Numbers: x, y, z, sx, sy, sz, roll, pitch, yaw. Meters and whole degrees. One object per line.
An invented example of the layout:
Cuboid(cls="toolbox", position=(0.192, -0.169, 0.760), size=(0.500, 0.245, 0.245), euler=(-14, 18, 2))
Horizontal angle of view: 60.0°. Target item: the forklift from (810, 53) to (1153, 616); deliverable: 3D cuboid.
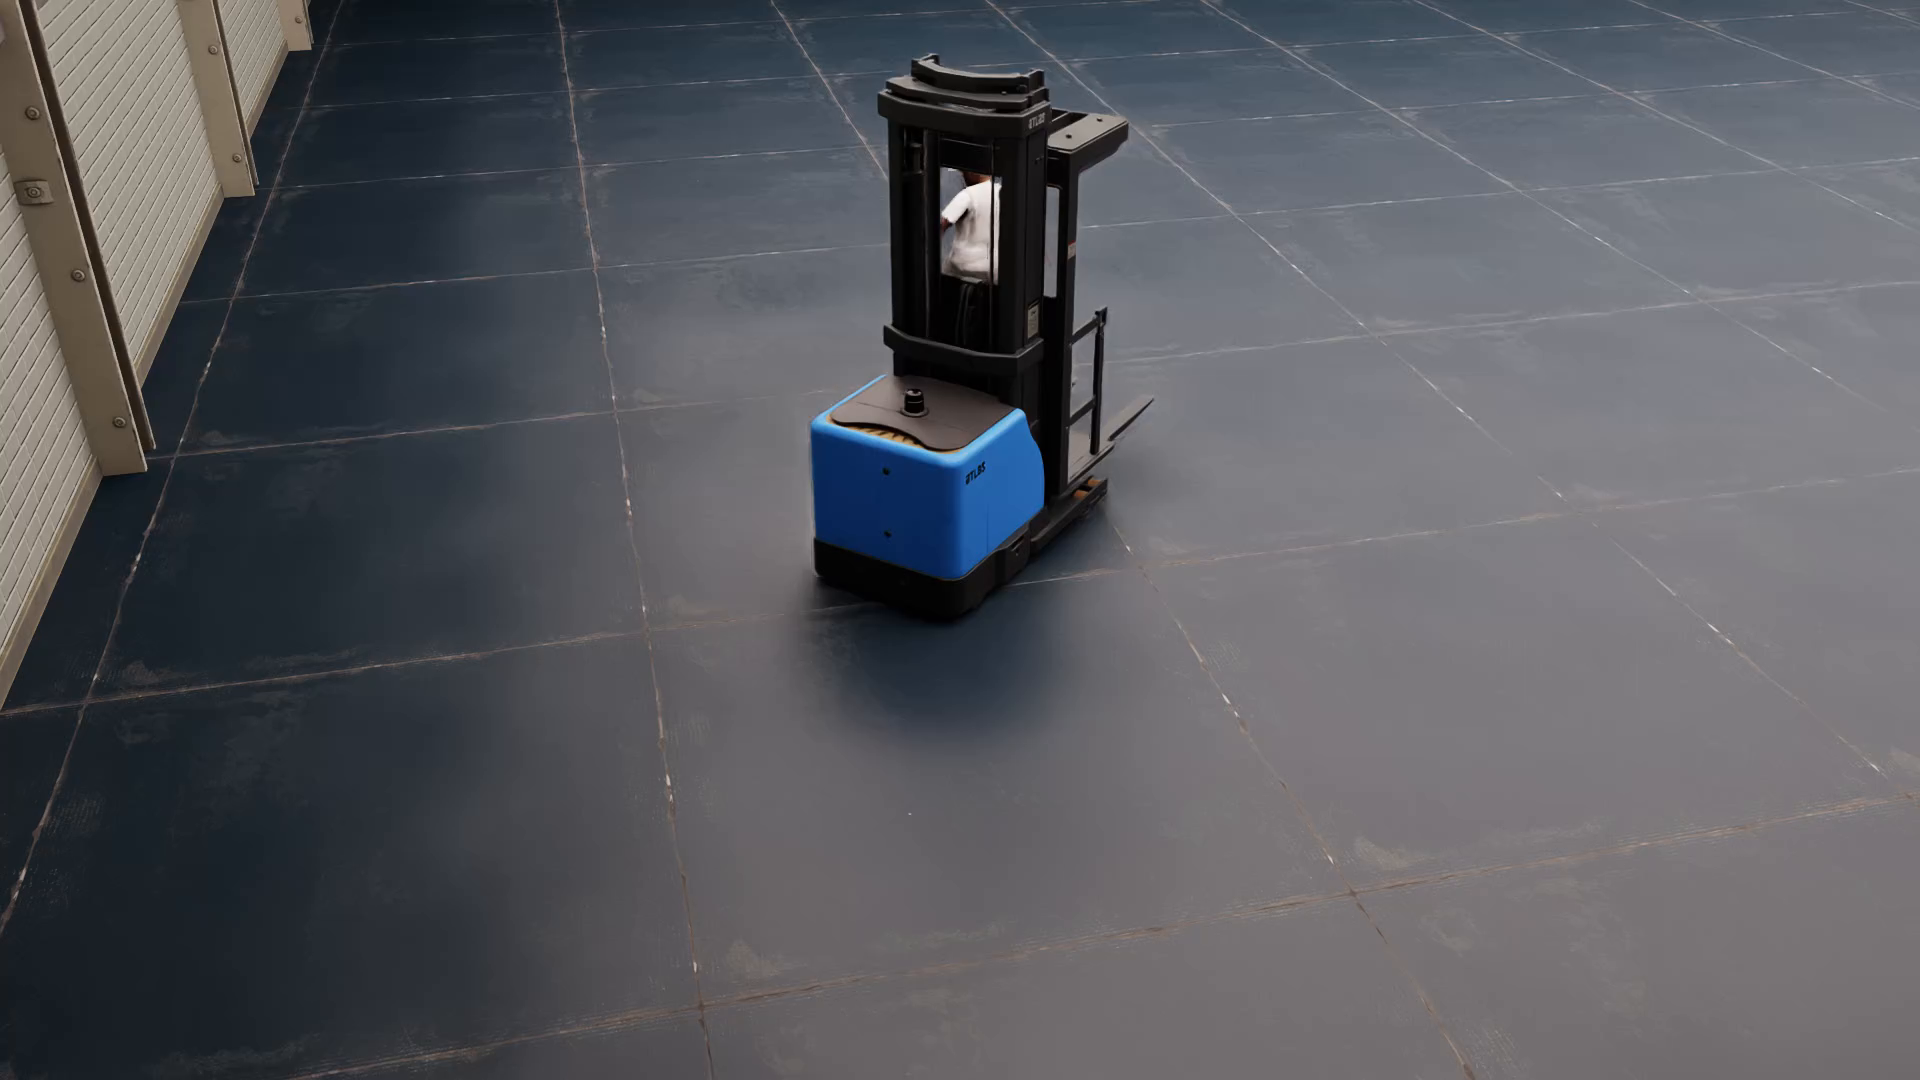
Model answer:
Cuboid(cls="forklift", position=(0.310, -1.533, 10.222), size=(1.130, 2.935, 3.031), euler=(17, 34, 26))

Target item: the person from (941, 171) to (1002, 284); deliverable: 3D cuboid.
Cuboid(cls="person", position=(0.132, -2.181, 12.669), size=(1.039, 1.647, 0.524), euler=(-9, 31, -15))
